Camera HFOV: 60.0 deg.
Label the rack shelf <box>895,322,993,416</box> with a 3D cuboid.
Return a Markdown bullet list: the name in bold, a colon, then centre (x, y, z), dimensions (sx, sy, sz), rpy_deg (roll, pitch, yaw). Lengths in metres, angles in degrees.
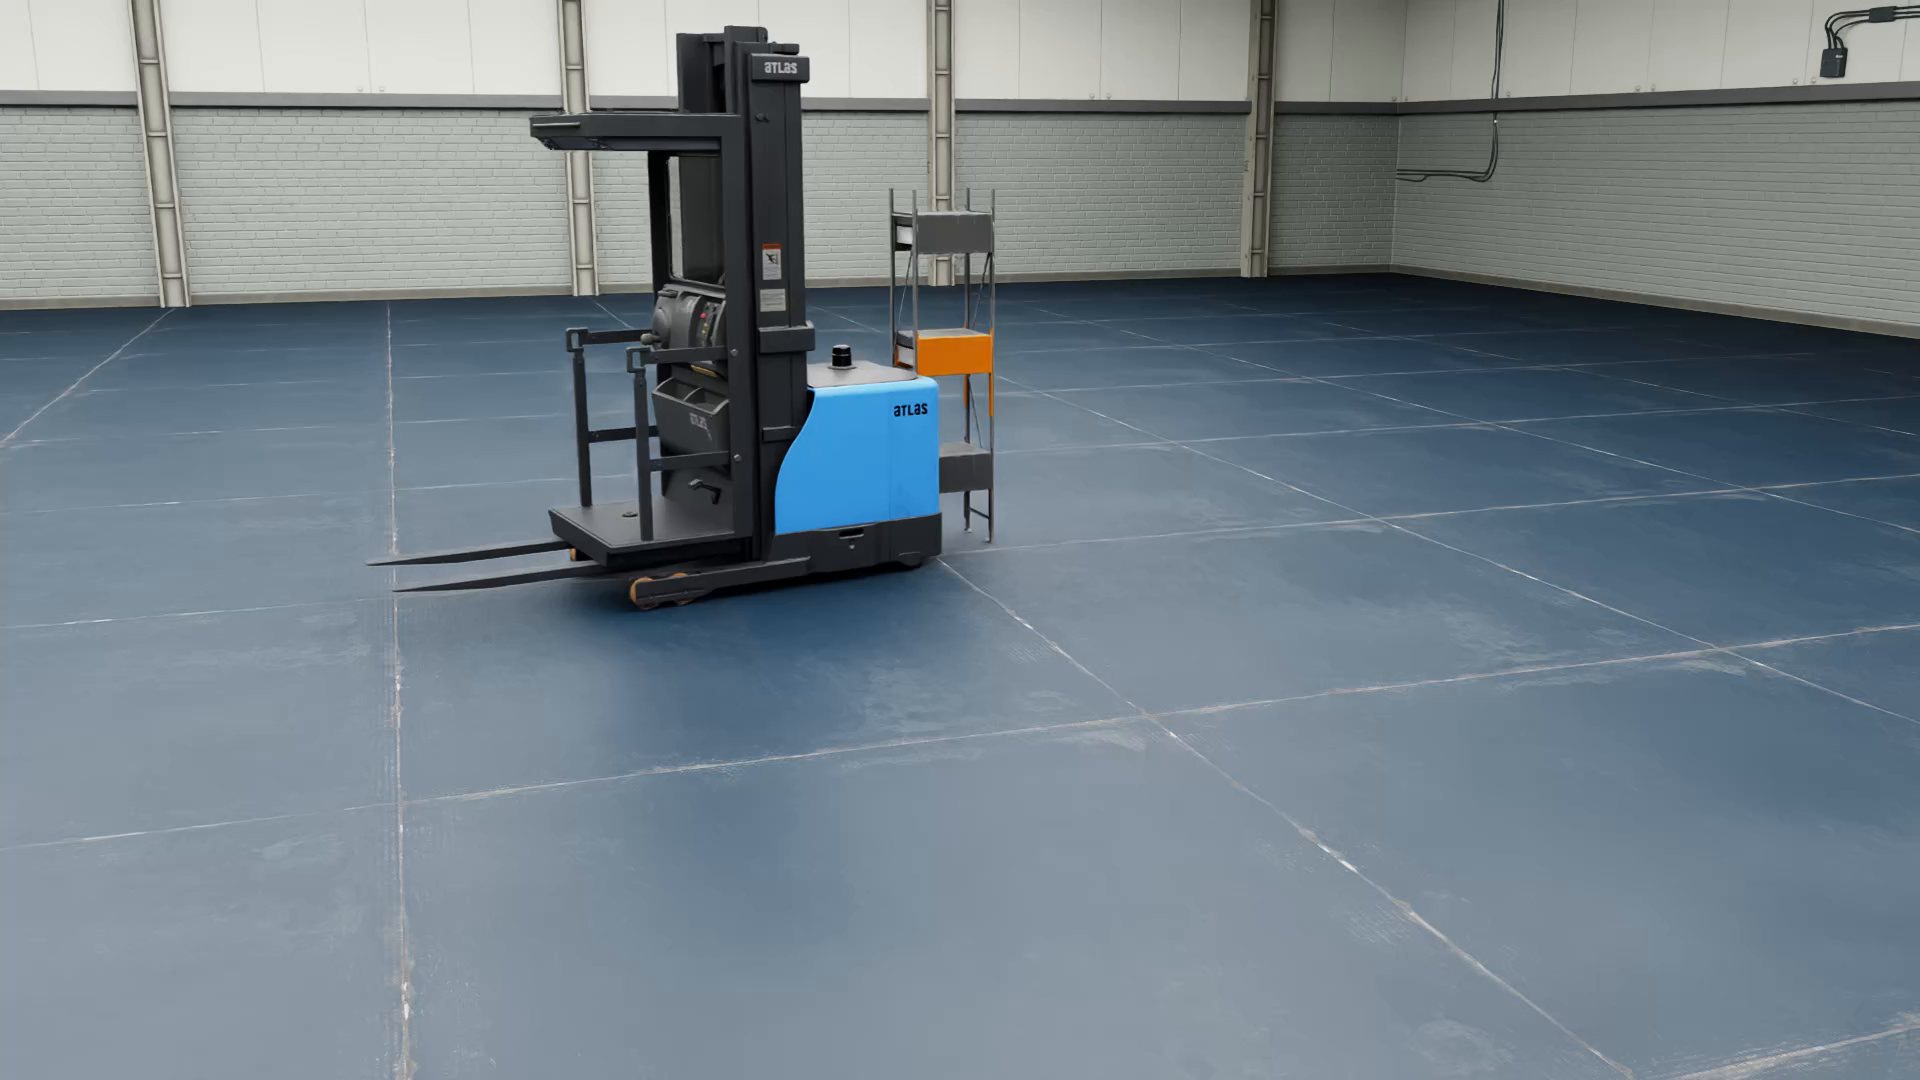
- **rack shelf**: centre (-0.106, -1.008, 9.903), dimensions (0.480, 0.518, 0.431), rpy_deg (-6, 15, -23)

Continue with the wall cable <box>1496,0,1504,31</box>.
- **wall cable**: centre (9.442, -9.478, 26.338), dimensions (0.112, 2.526, 3.097), rpy_deg (-4, 14, -18)

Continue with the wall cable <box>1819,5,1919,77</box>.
- **wall cable**: centre (11.592, -8.696, 19.905), dimensions (0.169, 6.003, 2.305), rpy_deg (-4, 14, -18)

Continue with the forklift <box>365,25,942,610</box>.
- **forklift**: centre (-1.637, -1.204, 8.870), dimensions (3.031, 2.935, 1.130), rpy_deg (-8, 15, -29)

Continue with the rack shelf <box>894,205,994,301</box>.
- **rack shelf**: centre (-0.106, -1.689, 9.741), dimensions (0.480, 0.518, 0.431), rpy_deg (-6, 15, -23)

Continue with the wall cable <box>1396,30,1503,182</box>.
- **wall cable**: centre (8.579, -7.614, 29.417), dimensions (0.112, 2.526, 3.097), rpy_deg (-4, 14, -18)

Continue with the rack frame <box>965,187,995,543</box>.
- **rack frame**: centre (0.118, -1.044, 9.994), dimensions (0.015, 2.100, 0.400), rpy_deg (-6, 15, -23)

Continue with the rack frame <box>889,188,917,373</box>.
- **rack frame**: centre (-0.331, -0.999, 9.807), dimensions (0.015, 2.100, 0.400), rpy_deg (-6, 15, -23)

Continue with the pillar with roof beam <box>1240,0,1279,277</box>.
- **pillar with roof beam**: centre (6.738, -8.253, 25.393), dimensions (0.400, 9.000, 9.100), rpy_deg (-4, 14, -18)

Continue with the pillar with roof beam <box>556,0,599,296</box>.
- **pillar with roof beam**: centre (-4.635, -7.367, 21.670), dimensions (0.400, 9.000, 9.100), rpy_deg (-4, 14, -18)

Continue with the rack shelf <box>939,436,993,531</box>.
- **rack shelf**: centre (-0.106, -0.327, 10.065), dimensions (0.480, 0.518, 0.431), rpy_deg (-6, 15, -23)

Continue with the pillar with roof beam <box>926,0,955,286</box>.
- **pillar with roof beam**: centre (1.052, -7.810, 23.531), dimensions (0.400, 9.000, 9.100), rpy_deg (-4, 14, -18)

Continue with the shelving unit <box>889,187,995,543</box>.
- **shelving unit**: centre (-0.106, -1.022, 9.900), dimensions (0.503, 2.100, 0.431), rpy_deg (-6, 15, -23)

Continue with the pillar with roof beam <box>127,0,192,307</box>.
- **pillar with roof beam**: centre (-10.322, -6.925, 19.808), dimensions (0.400, 9.000, 9.100), rpy_deg (-4, 14, -18)
